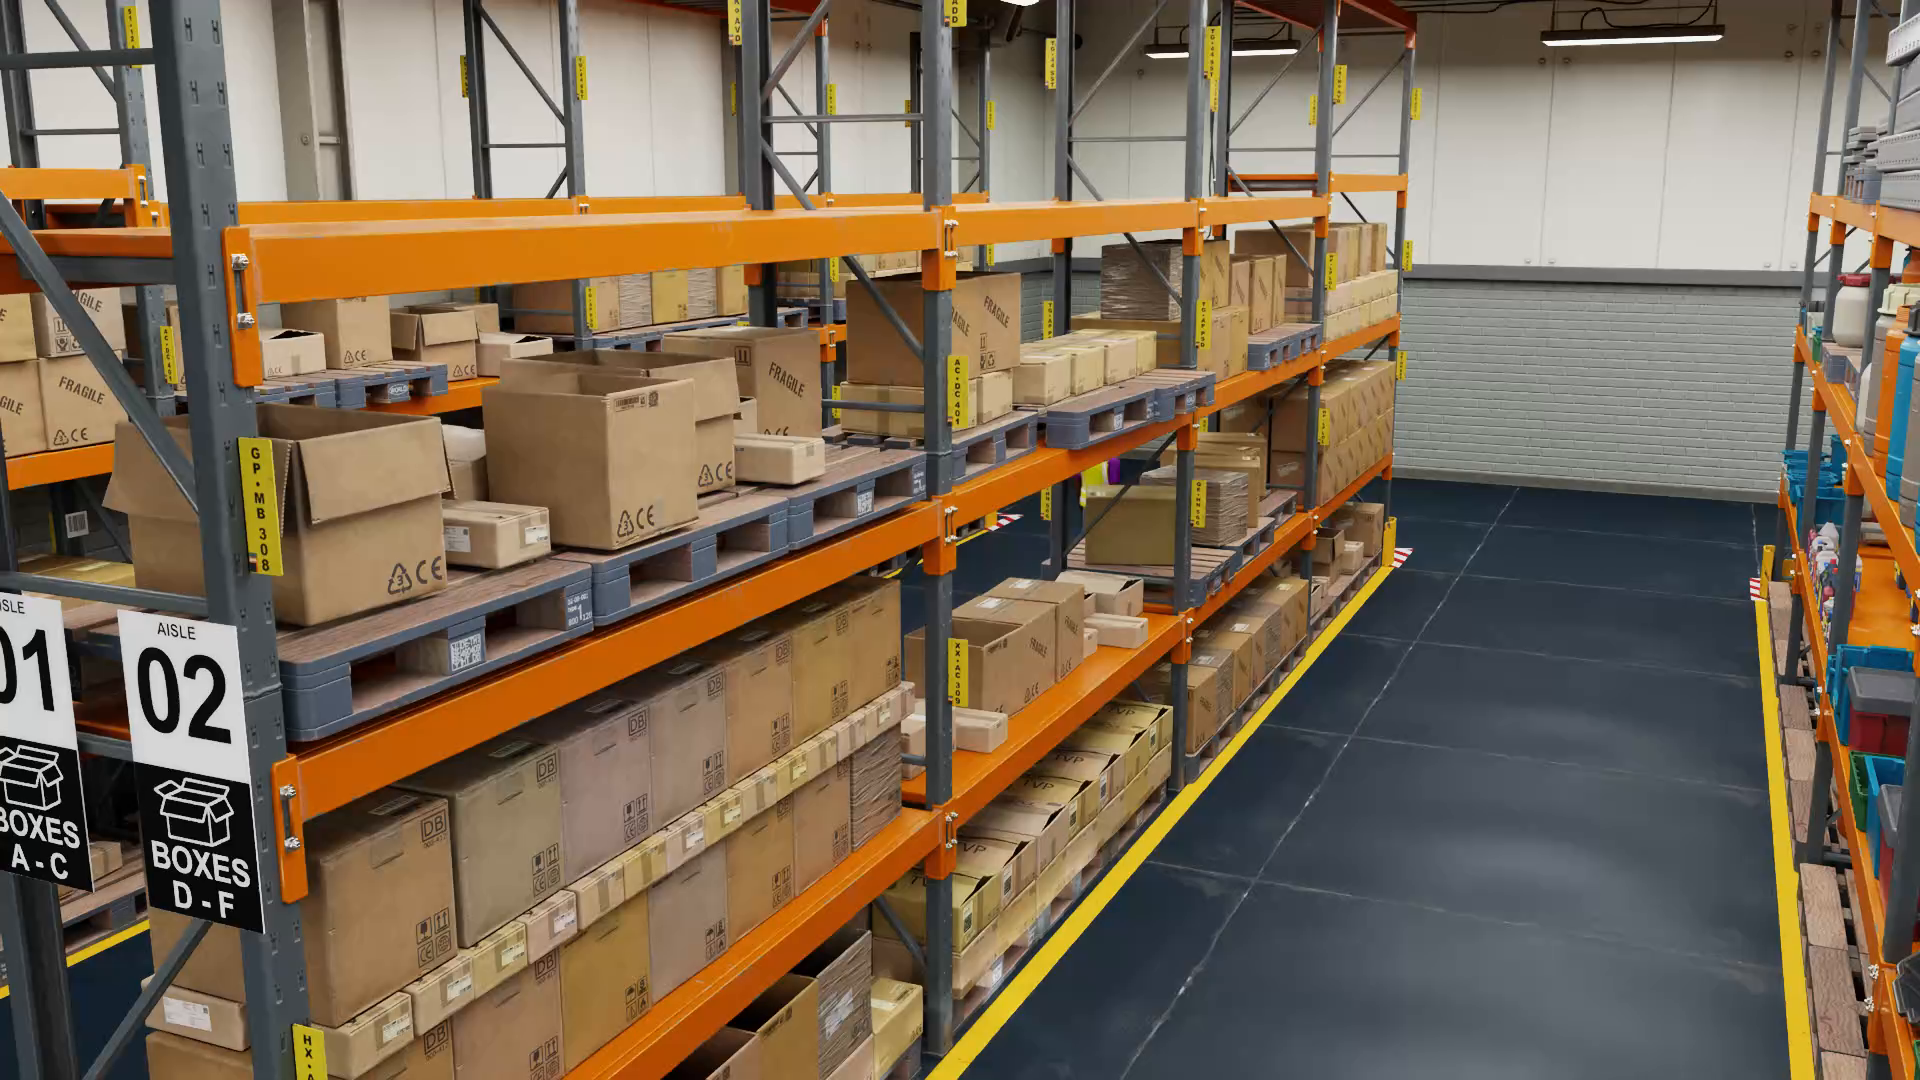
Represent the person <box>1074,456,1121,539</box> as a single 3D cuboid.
[{"bbox_3d":[1.502,-0.342,17.519,0.624,1.799,0.762,7,14,30],"label":"person"}]
